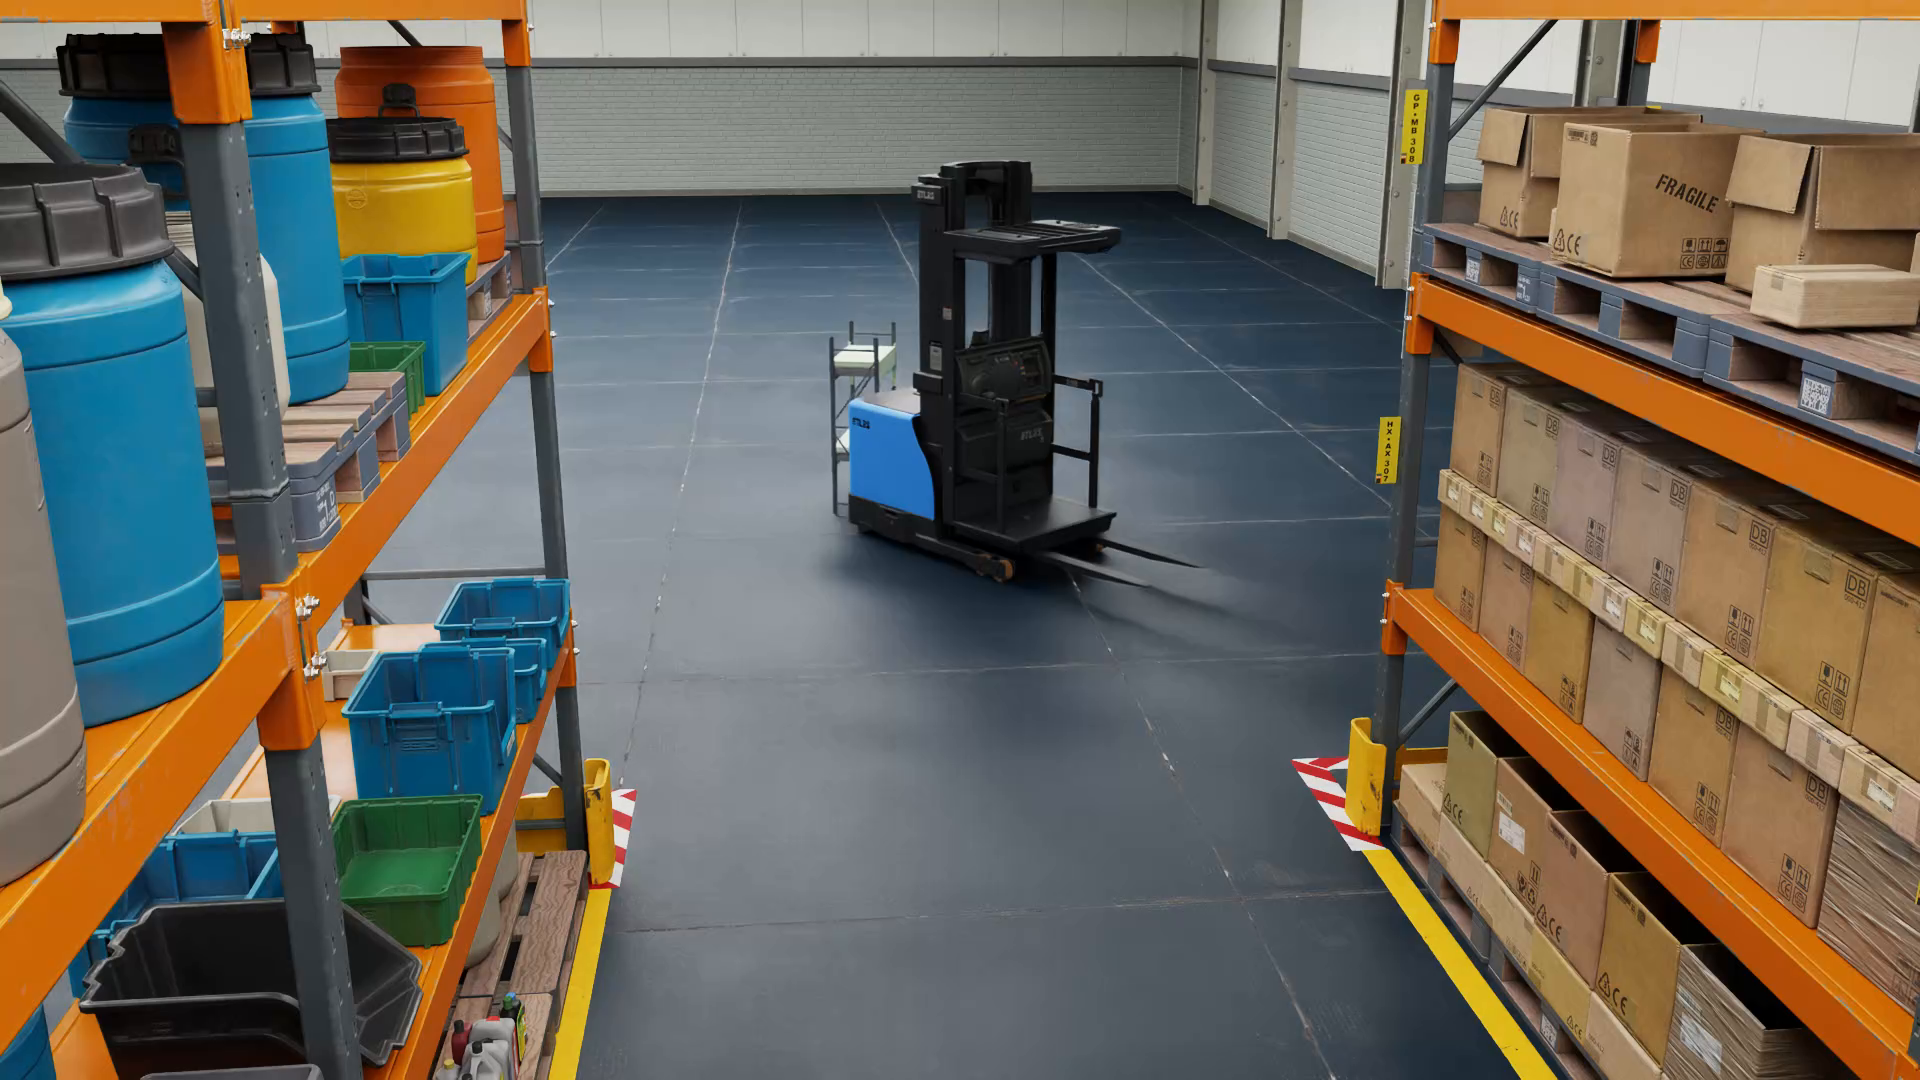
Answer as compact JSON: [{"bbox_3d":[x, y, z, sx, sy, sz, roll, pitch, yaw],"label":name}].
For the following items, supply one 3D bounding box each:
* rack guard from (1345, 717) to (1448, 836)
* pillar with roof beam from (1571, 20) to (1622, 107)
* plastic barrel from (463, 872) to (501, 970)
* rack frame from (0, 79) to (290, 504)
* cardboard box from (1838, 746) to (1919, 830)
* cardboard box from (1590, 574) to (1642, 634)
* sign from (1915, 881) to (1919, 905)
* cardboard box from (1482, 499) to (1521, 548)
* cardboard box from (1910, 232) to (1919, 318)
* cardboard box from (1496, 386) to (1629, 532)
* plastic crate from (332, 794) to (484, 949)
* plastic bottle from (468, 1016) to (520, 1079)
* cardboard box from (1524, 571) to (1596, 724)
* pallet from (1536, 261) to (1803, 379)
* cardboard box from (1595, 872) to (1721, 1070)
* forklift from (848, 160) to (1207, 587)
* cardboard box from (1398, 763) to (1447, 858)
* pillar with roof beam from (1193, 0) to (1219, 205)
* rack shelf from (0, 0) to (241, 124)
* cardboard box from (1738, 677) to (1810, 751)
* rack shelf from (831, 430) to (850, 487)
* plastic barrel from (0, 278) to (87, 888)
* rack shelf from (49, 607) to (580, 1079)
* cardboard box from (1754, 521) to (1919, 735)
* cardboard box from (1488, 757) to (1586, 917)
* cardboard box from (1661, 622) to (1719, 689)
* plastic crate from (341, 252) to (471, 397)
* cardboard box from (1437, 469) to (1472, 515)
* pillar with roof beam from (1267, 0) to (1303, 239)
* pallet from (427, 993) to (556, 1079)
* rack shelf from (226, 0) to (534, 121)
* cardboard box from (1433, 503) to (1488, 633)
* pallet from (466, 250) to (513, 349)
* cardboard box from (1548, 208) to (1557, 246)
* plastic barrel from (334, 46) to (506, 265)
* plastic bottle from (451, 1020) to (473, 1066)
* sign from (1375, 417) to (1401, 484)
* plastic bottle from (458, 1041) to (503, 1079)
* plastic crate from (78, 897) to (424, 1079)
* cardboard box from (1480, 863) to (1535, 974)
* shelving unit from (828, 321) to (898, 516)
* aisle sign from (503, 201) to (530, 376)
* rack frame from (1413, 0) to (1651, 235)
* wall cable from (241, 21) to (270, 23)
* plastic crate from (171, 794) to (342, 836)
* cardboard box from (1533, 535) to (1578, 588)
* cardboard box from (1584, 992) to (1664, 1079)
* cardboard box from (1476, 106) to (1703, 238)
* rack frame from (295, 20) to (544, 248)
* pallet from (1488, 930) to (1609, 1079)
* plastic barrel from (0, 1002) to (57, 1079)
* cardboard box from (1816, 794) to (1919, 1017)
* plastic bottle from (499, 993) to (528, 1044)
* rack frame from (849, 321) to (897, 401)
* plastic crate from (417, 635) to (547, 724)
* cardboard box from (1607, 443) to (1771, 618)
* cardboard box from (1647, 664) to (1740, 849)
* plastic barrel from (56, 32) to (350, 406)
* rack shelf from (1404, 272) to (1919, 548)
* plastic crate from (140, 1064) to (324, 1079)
[{"bbox_3d":[2.600,1.192,8.546,1.175,0.500,0.348,-2,18,-6],"label":"rack guard"},{"bbox_3d":[2.942,-6.270,18.127,9.100,9.000,0.400,-2,18,-6],"label":"pillar with roof beam"},{"bbox_3d":[-2.129,1.488,6.882,0.421,0.512,0.421,0,17,0],"label":"plastic barrel"},{"bbox_3d":[-1.912,-1.512,2.971,1.000,3.000,0.127,-2,18,-6],"label":"rack frame"},{"bbox_3d":[2.750,0.693,4.713,0.380,0.149,0.250,-2,18,-7],"label":"cardboard box"},{"bbox_3d":[2.586,0.231,6.185,0.380,0.149,0.250,-2,18,-5],"label":"cardboard box"},{"bbox_3d":[2.463,0.765,4.156,0.100,0.325,0.005,-2,18,-6],"label":"sign"},{"bbox_3d":[2.483,-0.074,7.156,0.380,0.149,0.250,-2,18,-5],"label":"cardboard box"},{"bbox_3d":[3.170,-0.777,4.850,0.500,0.311,0.500,-3,18,-9],"label":"cardboard box"},{"bbox_3d":[2.703,-0.349,6.947,0.700,0.500,0.500,-2,18,-7],"label":"cardboard box"},{"bbox_3d":[-1.772,1.038,5.217,0.450,0.188,0.662,-2,18,-6],"label":"plastic crate"},{"bbox_3d":[-1.701,1.857,6.066,0.152,0.276,0.135,-2,18,-5],"label":"plastic bottle"},{"bbox_3d":[2.742,0.403,6.720,0.700,0.500,0.500,-2,18,-5],"label":"cardboard box"},{"bbox_3d":[2.779,-0.807,5.879,1.003,0.211,1.213,-2,18,-6],"label":"pallet"},{"bbox_3d":[2.654,1.522,5.958,0.500,0.500,0.500,-2,18,-6],"label":"cardboard box"},{"bbox_3d":[0.479,-1.264,12.309,1.130,2.935,3.031,-16,23,-41],"label":"forklift"},{"bbox_3d":[2.436,1.284,7.967,0.500,0.250,0.500,-2,18,-6],"label":"cardboard box"},{"bbox_3d":[1.086,-11.633,35.209,9.100,9.000,0.400,-2,18,-6],"label":"pillar with roof beam"},{"bbox_3d":[-1.706,-0.382,1.240,1.077,0.370,4.000,-2,18,-6],"label":"rack shelf"},{"bbox_3d":[2.693,0.537,5.210,0.380,0.149,0.250,-2,18,-6],"label":"cardboard box"},{"bbox_3d":[-0.797,-0.708,14.017,0.431,0.370,0.720,3,18,9],"label":"rack shelf"},{"bbox_3d":[-1.577,0.019,2.263,0.600,0.901,0.600,0,17,0],"label":"plastic barrel"},{"bbox_3d":[-2.119,1.097,5.875,1.077,0.370,4.000,-2,18,-6],"label":"rack shelf"},{"bbox_3d":[2.910,0.249,5.044,0.700,0.500,0.500,-2,18,-6],"label":"cardboard box"},{"bbox_3d":[2.554,1.224,6.907,0.500,0.500,0.500,-2,18,-6],"label":"cardboard box"},{"bbox_3d":[2.644,0.388,5.683,0.380,0.149,0.250,-1,17,-4],"label":"cardboard box"},{"bbox_3d":[-1.829,-0.706,5.438,0.392,0.384,0.575,-2,18,-6],"label":"plastic crate"},{"bbox_3d":[2.429,-0.227,7.643,0.380,0.149,0.250,-2,18,-6],"label":"cardboard box"},{"bbox_3d":[1.705,-9.846,29.515,9.100,9.000,0.400,-2,18,-6],"label":"pillar with roof beam"},{"bbox_3d":[-2.069,2.115,6.089,1.003,0.211,1.213,-2,18,-6],"label":"pallet"},{"bbox_3d":[-2.119,-1.574,5.036,1.077,0.370,4.000,-2,18,-6],"label":"rack shelf"},{"bbox_3d":[2.638,0.098,7.690,0.700,0.500,0.500,-2,18,-6],"label":"cardboard box"},{"bbox_3d":[-2.337,-0.933,6.449,1.003,0.211,1.213,-2,18,-6],"label":"pallet"},{"bbox_3d":[2.548,-1.216,6.520,0.380,0.149,0.250,-2,18,-6],"label":"cardboard box"},{"bbox_3d":[-2.148,-1.537,6.640,0.600,0.830,0.708,-2,18,-6],"label":"plastic barrel"},{"bbox_3d":[-1.807,1.857,6.054,0.061,0.283,0.133,-2,18,-6],"label":"plastic bottle"},{"bbox_3d":[2.050,-0.429,7.959,0.100,0.325,0.005,-2,18,-6],"label":"sign"},{"bbox_3d":[-1.665,1.912,5.766,0.144,0.351,0.185,-1,17,-3],"label":"plastic bottle"},{"bbox_3d":[-1.840,1.220,4.388,0.767,0.338,0.504,-2,18,-6],"label":"plastic crate"},{"bbox_3d":[2.543,1.582,7.019,0.500,0.250,0.500,-2,18,-6],"label":"cardboard box"},{"bbox_3d":[-0.797,-1.019,13.919,0.431,1.500,0.755,3,18,9],"label":"shelving unit"},{"bbox_3d":[-2.037,-1.113,7.373,0.394,0.787,0.004,-2,18,-6],"label":"aisle sign"},{"bbox_3d":[2.602,-2.856,7.251,1.000,3.000,0.127,-2,18,-6],"label":"rack frame"},{"bbox_3d":[-15.508,-13.623,35.868,2.305,6.003,0.169,-2,18,-6],"label":"wall cable"},{"bbox_3d":[-2.332,1.000,5.425,0.530,0.136,0.437,-2,18,-6],"label":"plastic crate"},{"bbox_3d":[2.537,0.080,6.664,0.380,0.149,0.250,-2,18,-7],"label":"cardboard box"},{"bbox_3d":[2.642,1.880,6.069,0.500,0.250,0.500,-2,18,-6],"label":"cardboard box"},{"bbox_3d":[2.658,-1.570,7.055,0.797,0.503,0.637,-1,17,-2],"label":"cardboard box"},{"bbox_3d":[-2.325,-2.704,6.767,1.000,3.000,0.127,-2,18,-6],"label":"rack frame"},{"bbox_3d":[2.846,1.926,6.690,1.003,0.211,1.213,-2,18,-6],"label":"pallet"},{"bbox_3d":[-2.174,1.235,3.398,0.600,0.901,0.708,-2,18,-6],"label":"plastic barrel"},{"bbox_3d":[2.963,1.018,4.759,0.700,0.500,0.500,-2,18,-7],"label":"cardboard box"},{"bbox_3d":[-1.699,1.817,6.319,0.097,0.201,0.097,0,17,0],"label":"plastic bottle"},{"bbox_3d":[-0.740,-1.127,14.264,0.400,1.500,0.023,3,18,9],"label":"rack frame"},{"bbox_3d":[-1.914,0.563,6.625,0.499,0.251,0.408,-2,18,-6],"label":"plastic crate"},{"bbox_3d":[2.808,-0.049,5.993,0.700,0.500,0.500,-2,18,-6],"label":"cardboard box"},{"bbox_3d":[2.854,0.712,5.735,0.700,0.500,0.500,-2,17,-5],"label":"cardboard box"},{"bbox_3d":[-1.908,-0.821,4.237,0.600,0.901,0.708,-2,18,-6],"label":"plastic barrel"},{"bbox_3d":[2.809,-0.486,5.910,1.077,0.370,4.000,-2,18,-6],"label":"rack shelf"},{"bbox_3d":[-1.558,1.454,3.430,0.402,0.464,0.583,-2,18,-6],"label":"plastic crate"}]
